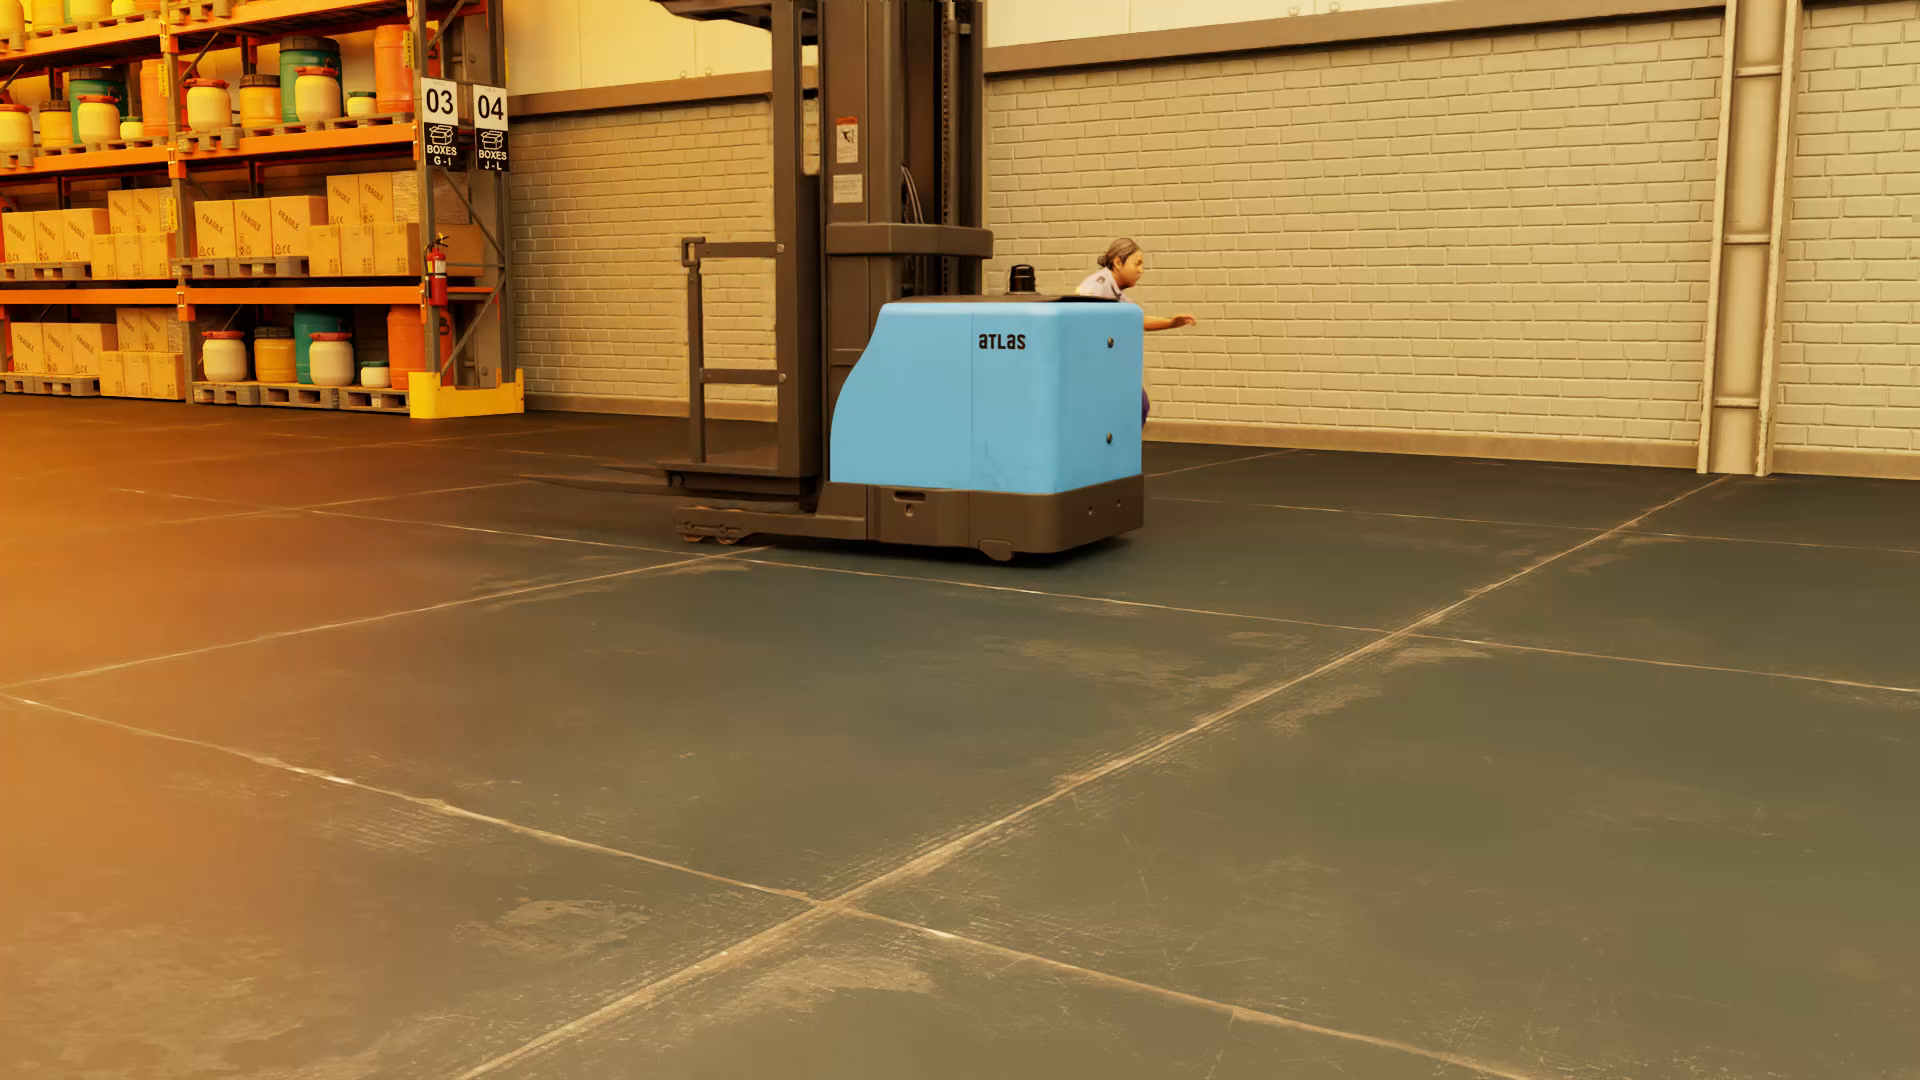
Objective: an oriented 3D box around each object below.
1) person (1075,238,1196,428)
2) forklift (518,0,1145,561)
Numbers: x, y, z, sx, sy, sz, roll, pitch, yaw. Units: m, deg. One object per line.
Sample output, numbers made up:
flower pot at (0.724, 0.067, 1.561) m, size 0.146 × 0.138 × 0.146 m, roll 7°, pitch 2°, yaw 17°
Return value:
person at (0.798, -0.830, 8.579) m, size 0.859 × 1.415 × 0.915 m, roll 0°, pitch 8°, yaw 2°
forklift at (-0.710, -1.487, 7.653) m, size 3.031 × 2.935 × 1.130 m, roll 4°, pitch 9°, yaw 28°
